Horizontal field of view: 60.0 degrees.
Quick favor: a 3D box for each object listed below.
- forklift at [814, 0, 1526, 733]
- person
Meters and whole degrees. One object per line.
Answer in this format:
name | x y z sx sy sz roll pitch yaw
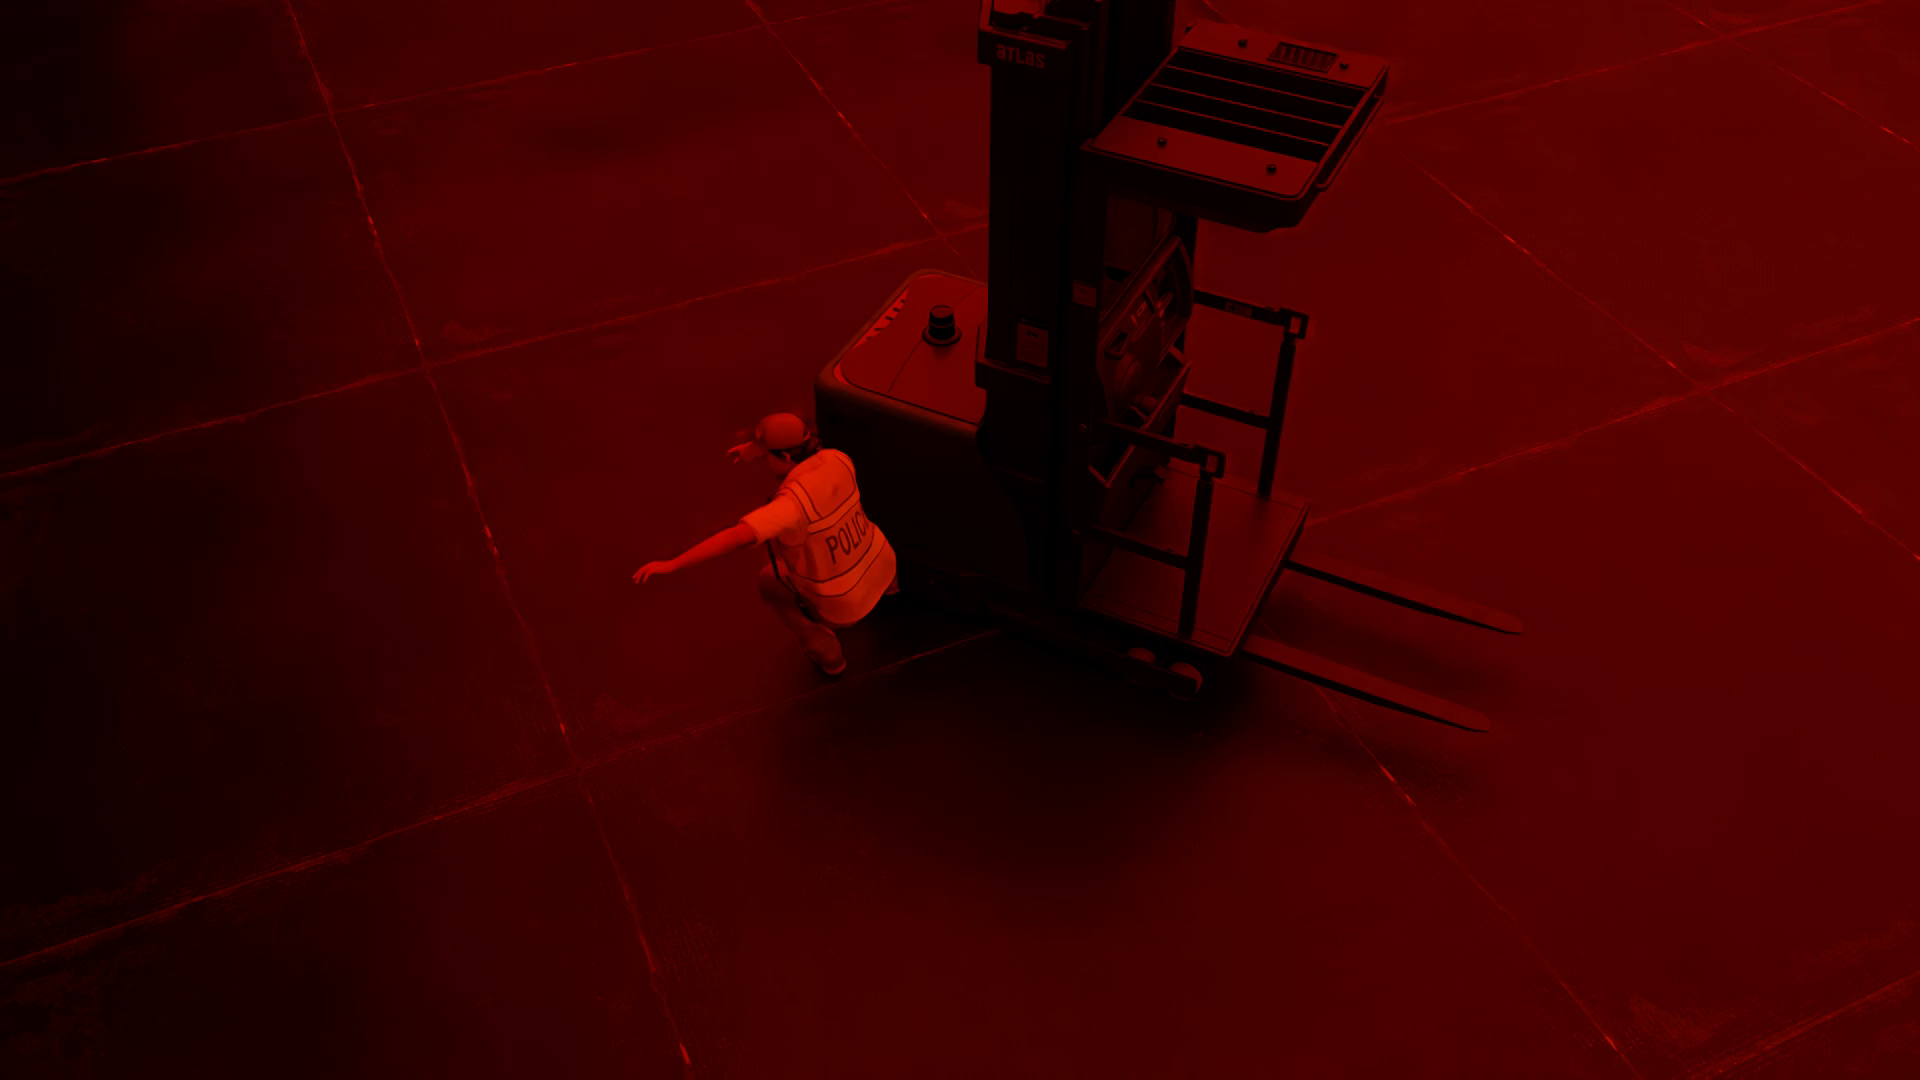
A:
forklift | 0.919 -0.805 6.543 3.031 2.935 1.130 19 46 19
person | -0.659 0.058 6.762 0.792 1.390 1.526 24 48 23
